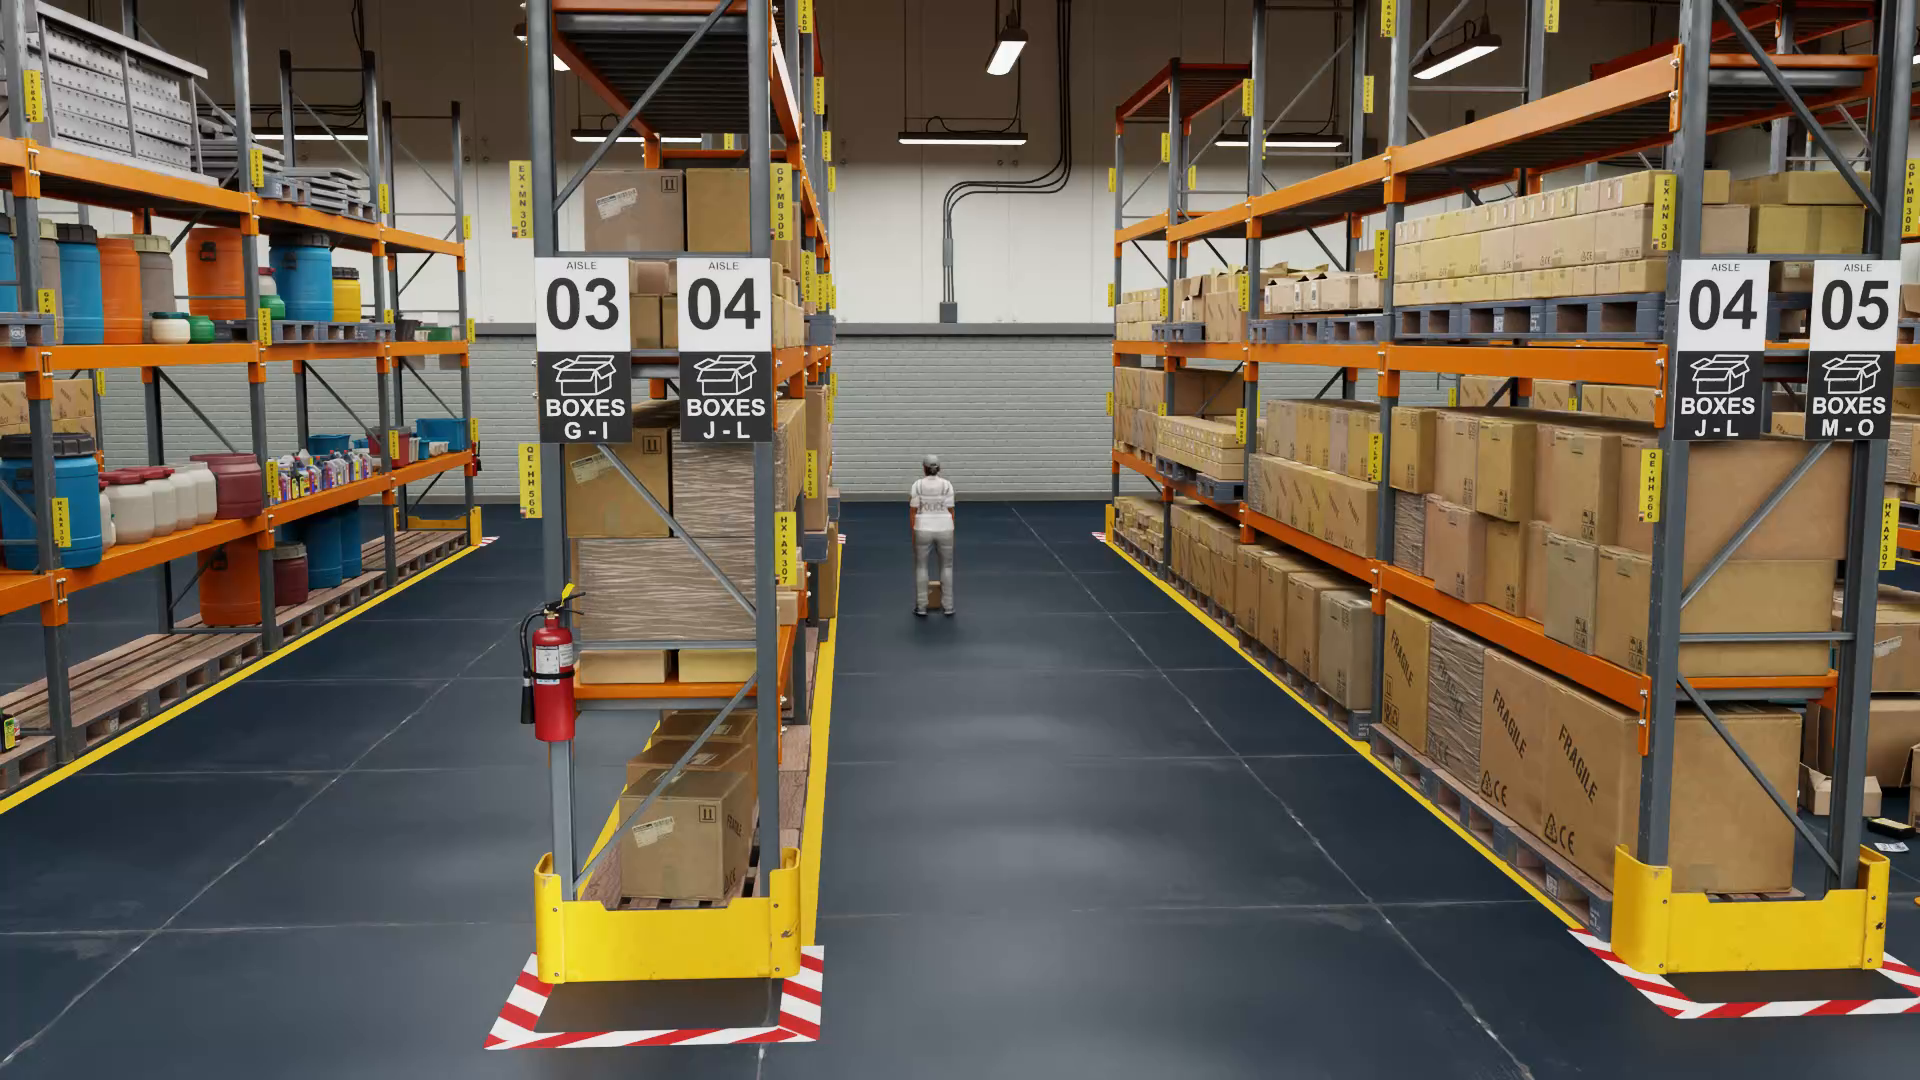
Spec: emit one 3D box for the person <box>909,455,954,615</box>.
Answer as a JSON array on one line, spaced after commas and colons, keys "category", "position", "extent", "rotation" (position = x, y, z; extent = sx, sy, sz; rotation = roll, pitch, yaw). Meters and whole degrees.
[{"category": "person", "position": [-0.293, -0.055, 17.224], "extent": [0.467, 1.660, 0.390], "rotation": [0, 7, -2]}]
